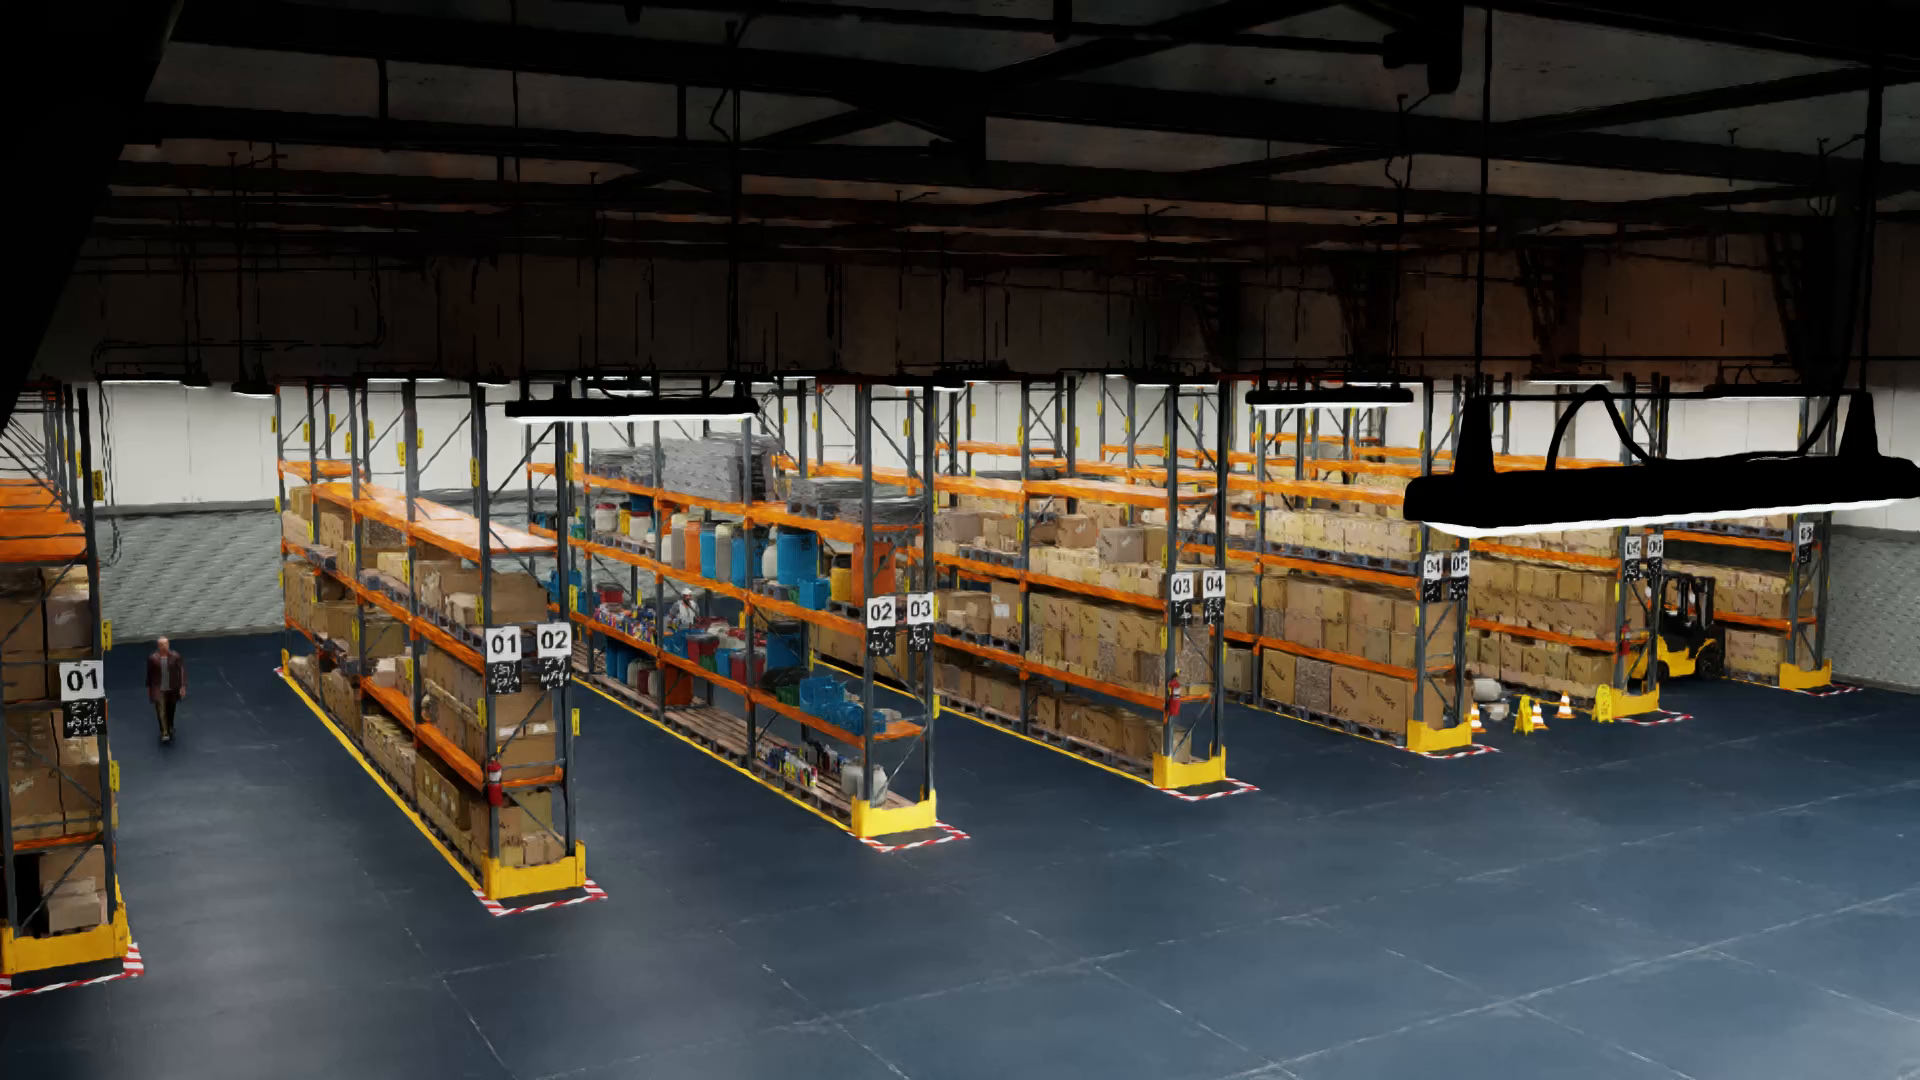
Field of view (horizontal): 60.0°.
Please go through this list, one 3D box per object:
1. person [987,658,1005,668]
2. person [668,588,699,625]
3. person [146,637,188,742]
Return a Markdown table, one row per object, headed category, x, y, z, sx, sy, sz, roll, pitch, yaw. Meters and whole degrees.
| category | x | y | z | sx | sy | sz | roll | pitch | yaw |
| --- | --- | --- | --- | --- | --- | --- | --- | --- | --- |
| person | 0.775 | 1.909 | 32.733 | 0.719 | 1.714 | 0.578 | -4 | 7 | -32 |
| person | -5.542 | 1.812 | 33.494 | 0.677 | 1.742 | 0.551 | -4 | 7 | -31 |
| person | -13.179 | 2.449 | 27.632 | 0.604 | 1.724 | 1.111 | -4 | 7 | -31 |
